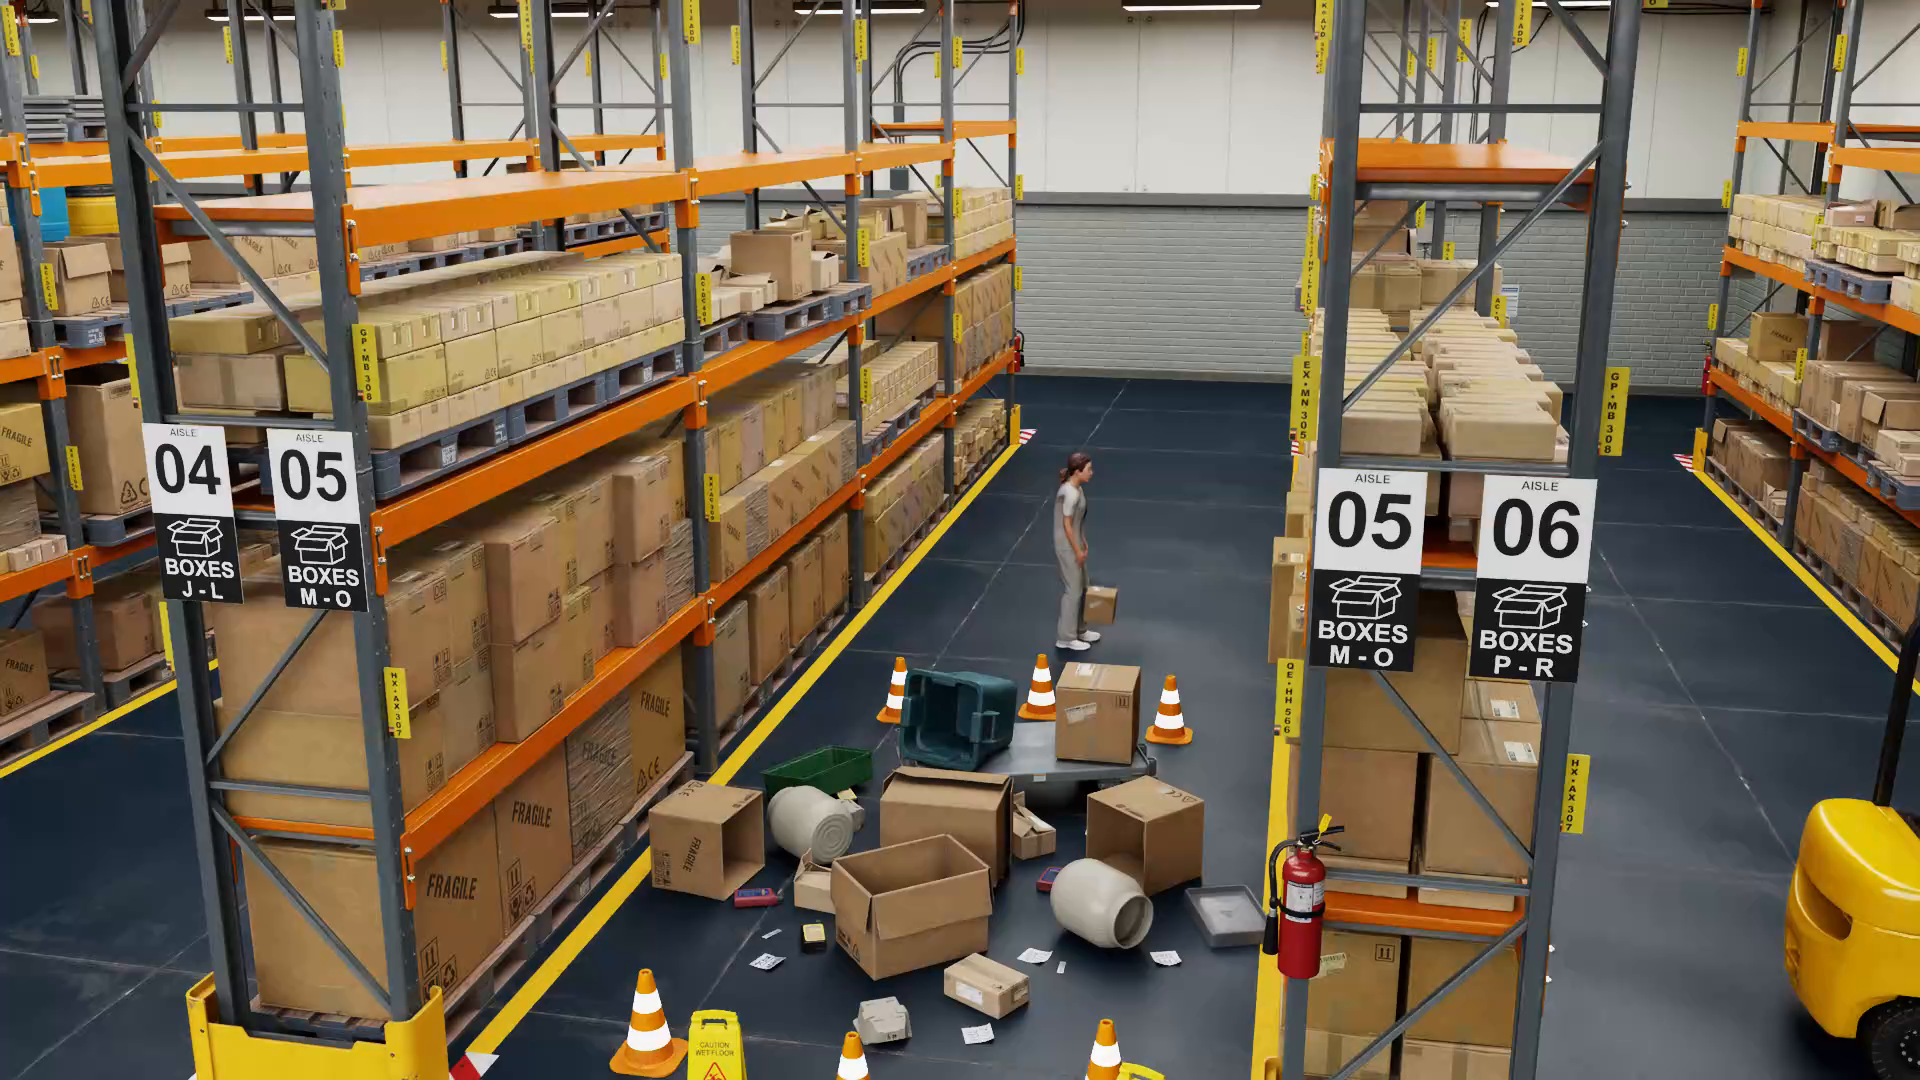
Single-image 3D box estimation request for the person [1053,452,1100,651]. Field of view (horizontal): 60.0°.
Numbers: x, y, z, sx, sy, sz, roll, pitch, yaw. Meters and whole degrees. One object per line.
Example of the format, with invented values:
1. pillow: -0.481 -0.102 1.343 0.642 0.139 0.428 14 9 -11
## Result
1. person: 1.001 0.078 14.213 0.415 1.675 0.480 3 15 10
